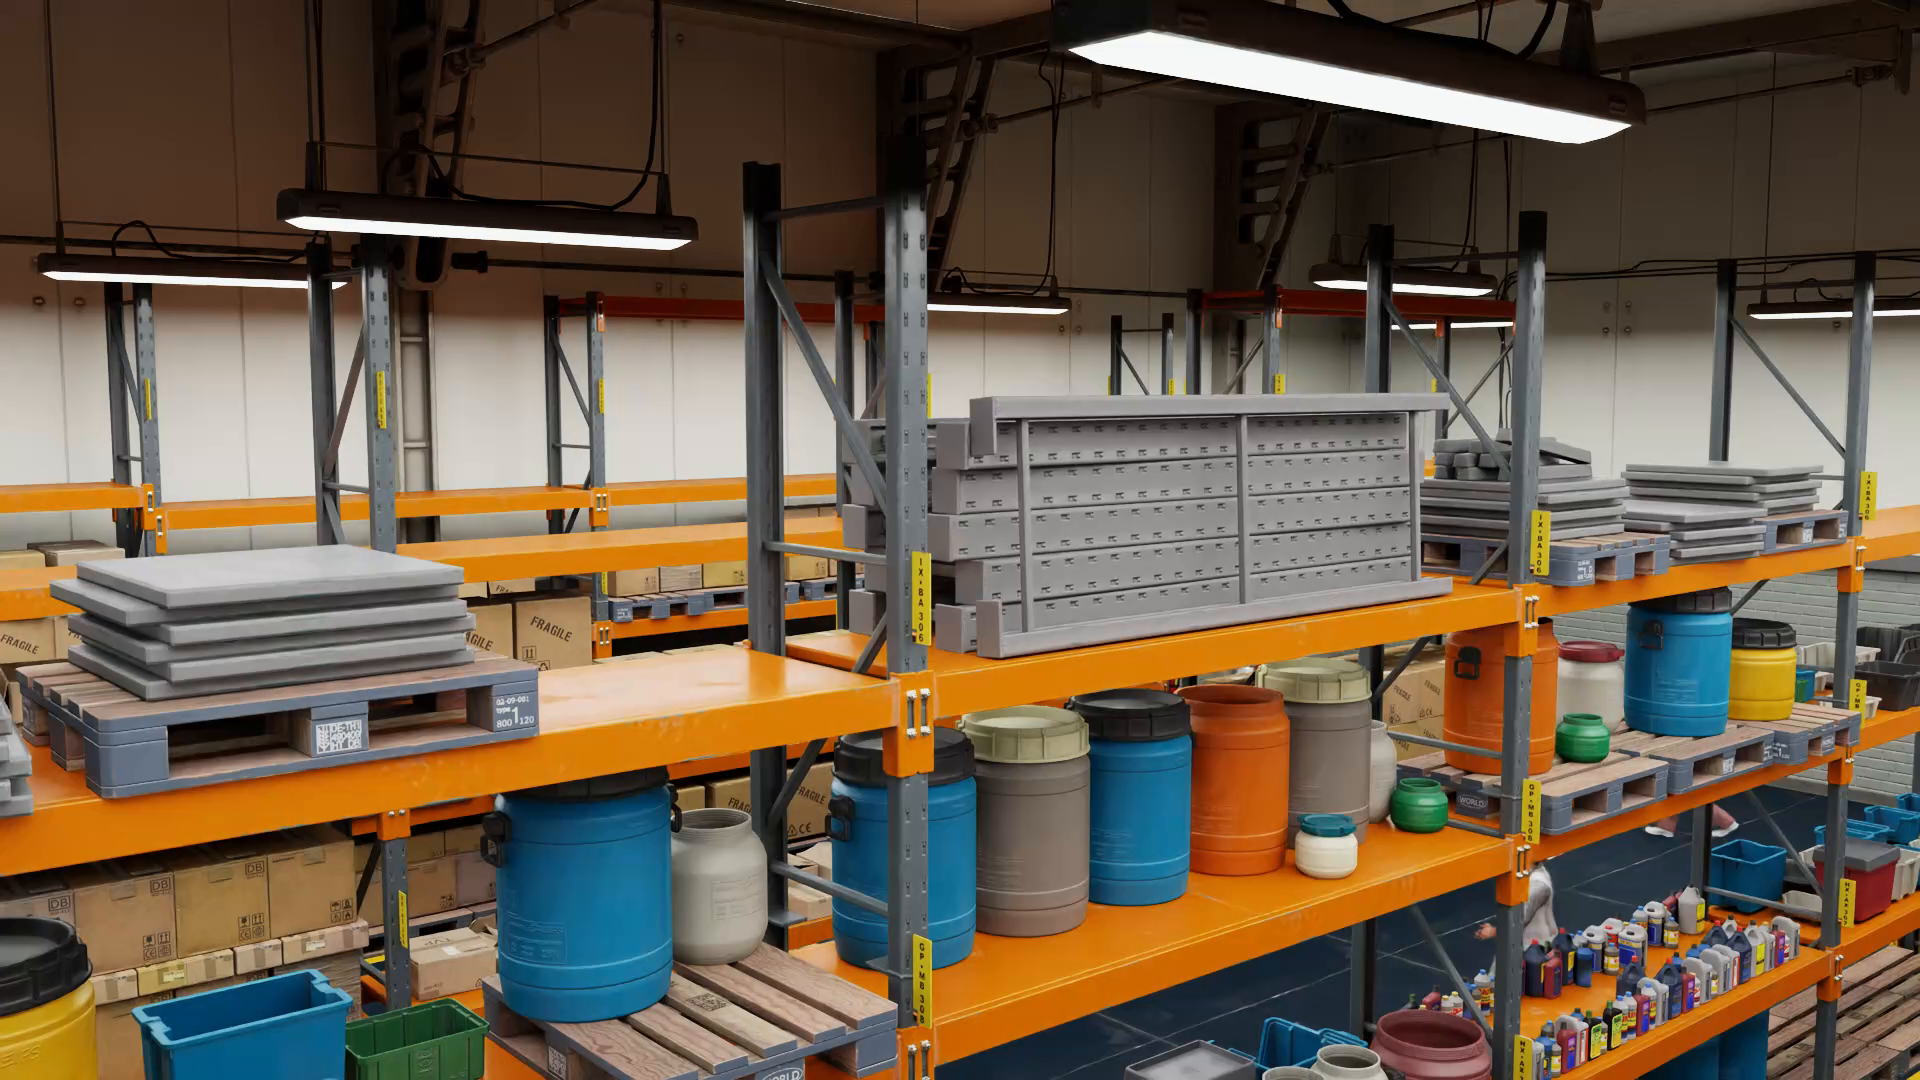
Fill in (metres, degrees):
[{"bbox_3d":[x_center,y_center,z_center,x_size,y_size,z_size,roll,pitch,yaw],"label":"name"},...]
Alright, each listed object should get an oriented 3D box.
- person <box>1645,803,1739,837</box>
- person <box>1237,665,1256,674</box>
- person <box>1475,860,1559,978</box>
[{"bbox_3d":[8.234,2.550,18.653,0.940,1.640,0.460,1,6,12],"label":"person"},{"bbox_3d":[3.901,2.248,21.649,0.647,1.793,0.643,-2,6,-17],"label":"person"},{"bbox_3d":[4.314,3.063,12.732,1.041,1.714,0.478,-2,6,-20],"label":"person"}]
